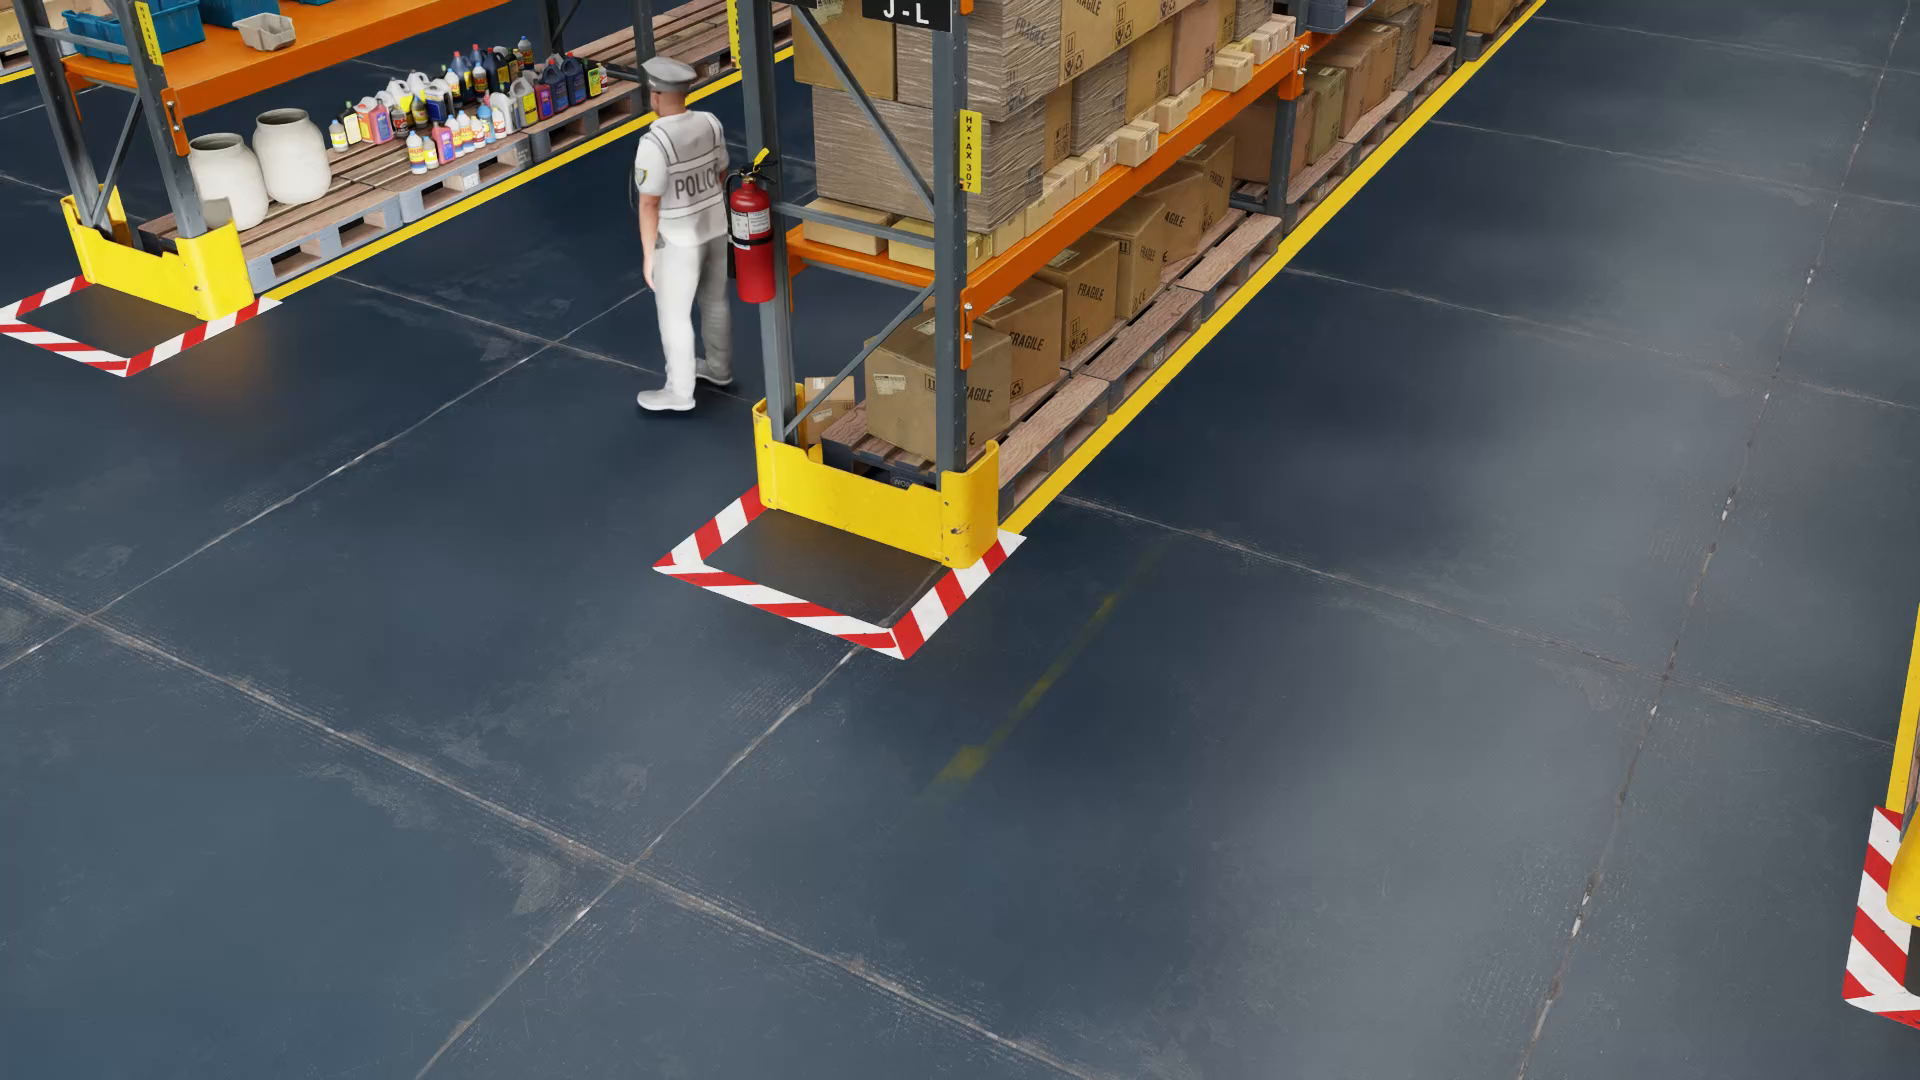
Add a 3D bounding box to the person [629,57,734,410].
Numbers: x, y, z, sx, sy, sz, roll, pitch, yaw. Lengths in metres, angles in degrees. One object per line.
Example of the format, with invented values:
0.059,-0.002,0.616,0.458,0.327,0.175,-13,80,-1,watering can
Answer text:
-1.374,-1.534,8.374,0.461,1.760,0.684,25,41,32,person
